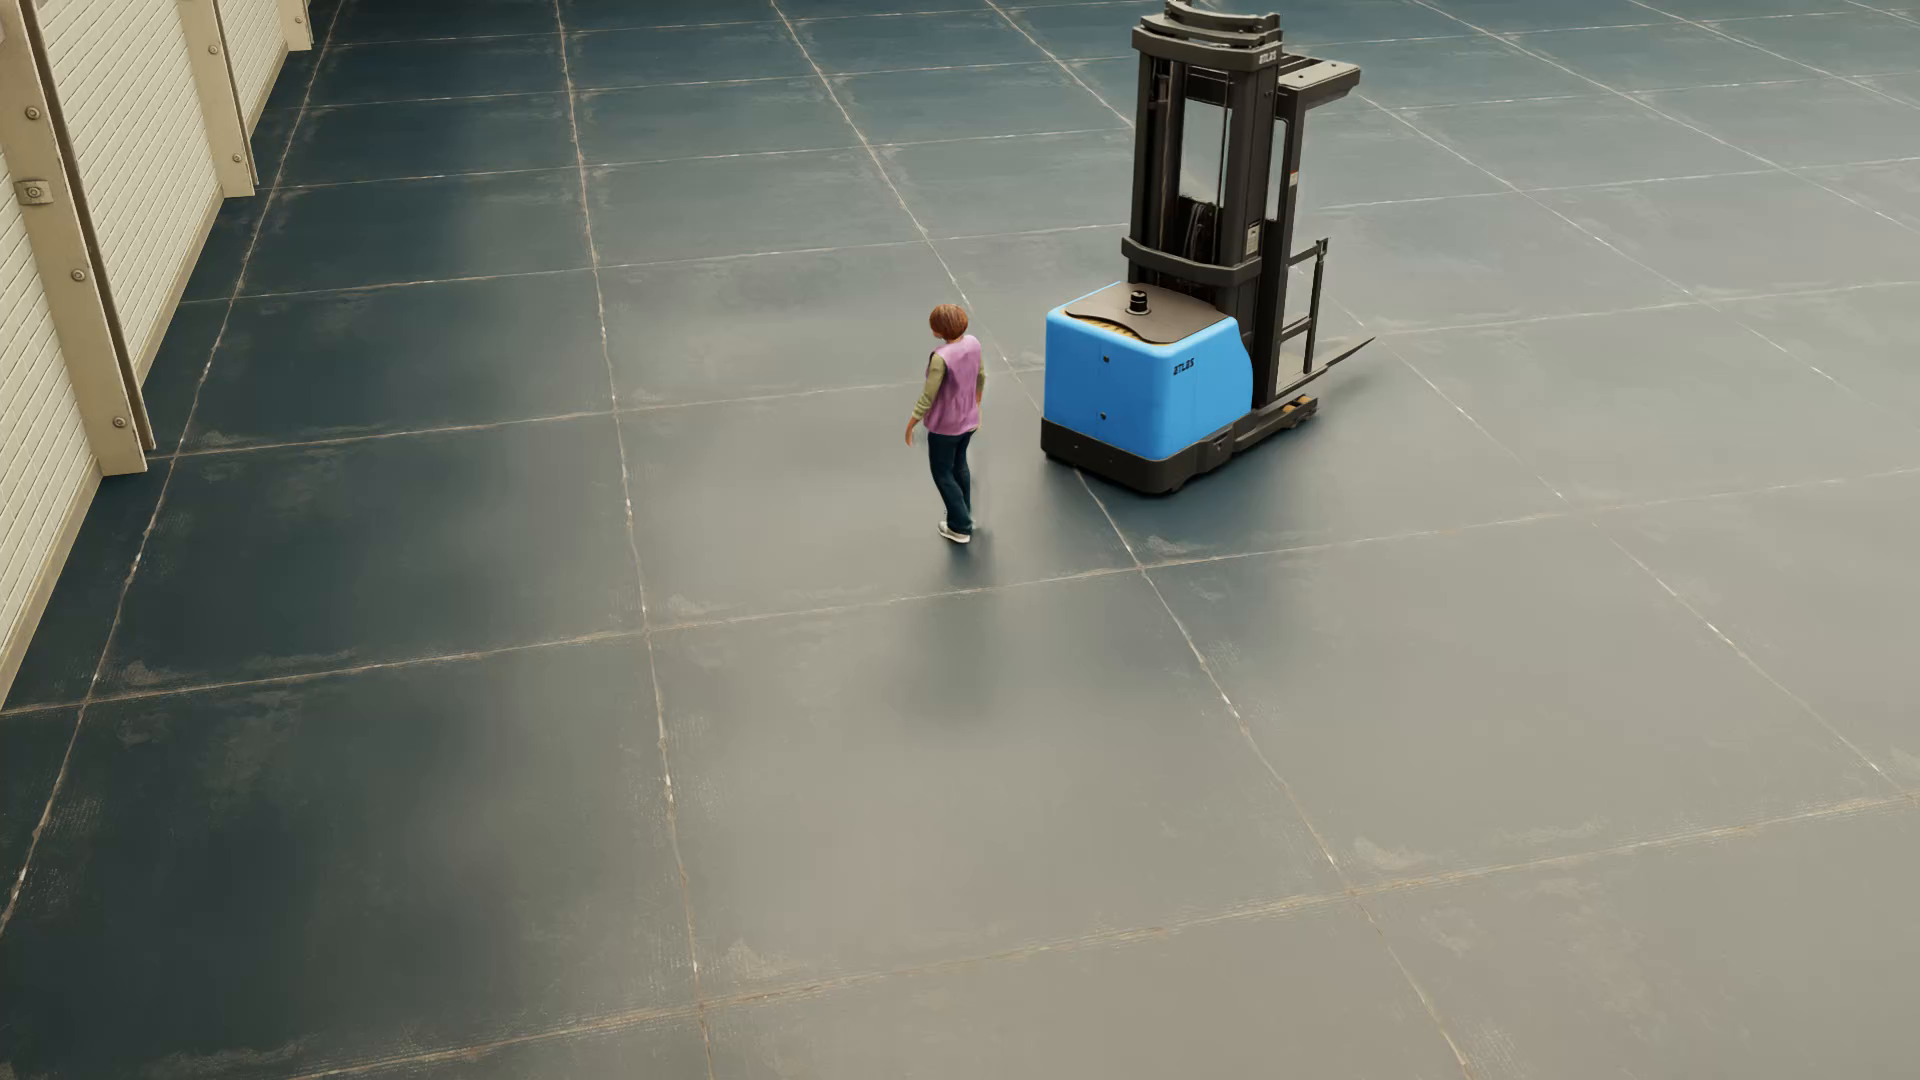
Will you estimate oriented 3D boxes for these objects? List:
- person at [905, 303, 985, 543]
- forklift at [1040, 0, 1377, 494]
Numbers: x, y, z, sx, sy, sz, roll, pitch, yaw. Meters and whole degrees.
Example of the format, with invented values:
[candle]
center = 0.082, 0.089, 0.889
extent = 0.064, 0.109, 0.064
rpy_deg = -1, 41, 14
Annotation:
[person]
center = -0.082, -0.721, 10.165
extent = 0.405, 1.587, 0.573
rpy_deg = 22, 36, 32
[forklift]
center = 1.929, -2.220, 11.410
extent = 1.130, 2.935, 3.031
rpy_deg = 25, 38, 36
